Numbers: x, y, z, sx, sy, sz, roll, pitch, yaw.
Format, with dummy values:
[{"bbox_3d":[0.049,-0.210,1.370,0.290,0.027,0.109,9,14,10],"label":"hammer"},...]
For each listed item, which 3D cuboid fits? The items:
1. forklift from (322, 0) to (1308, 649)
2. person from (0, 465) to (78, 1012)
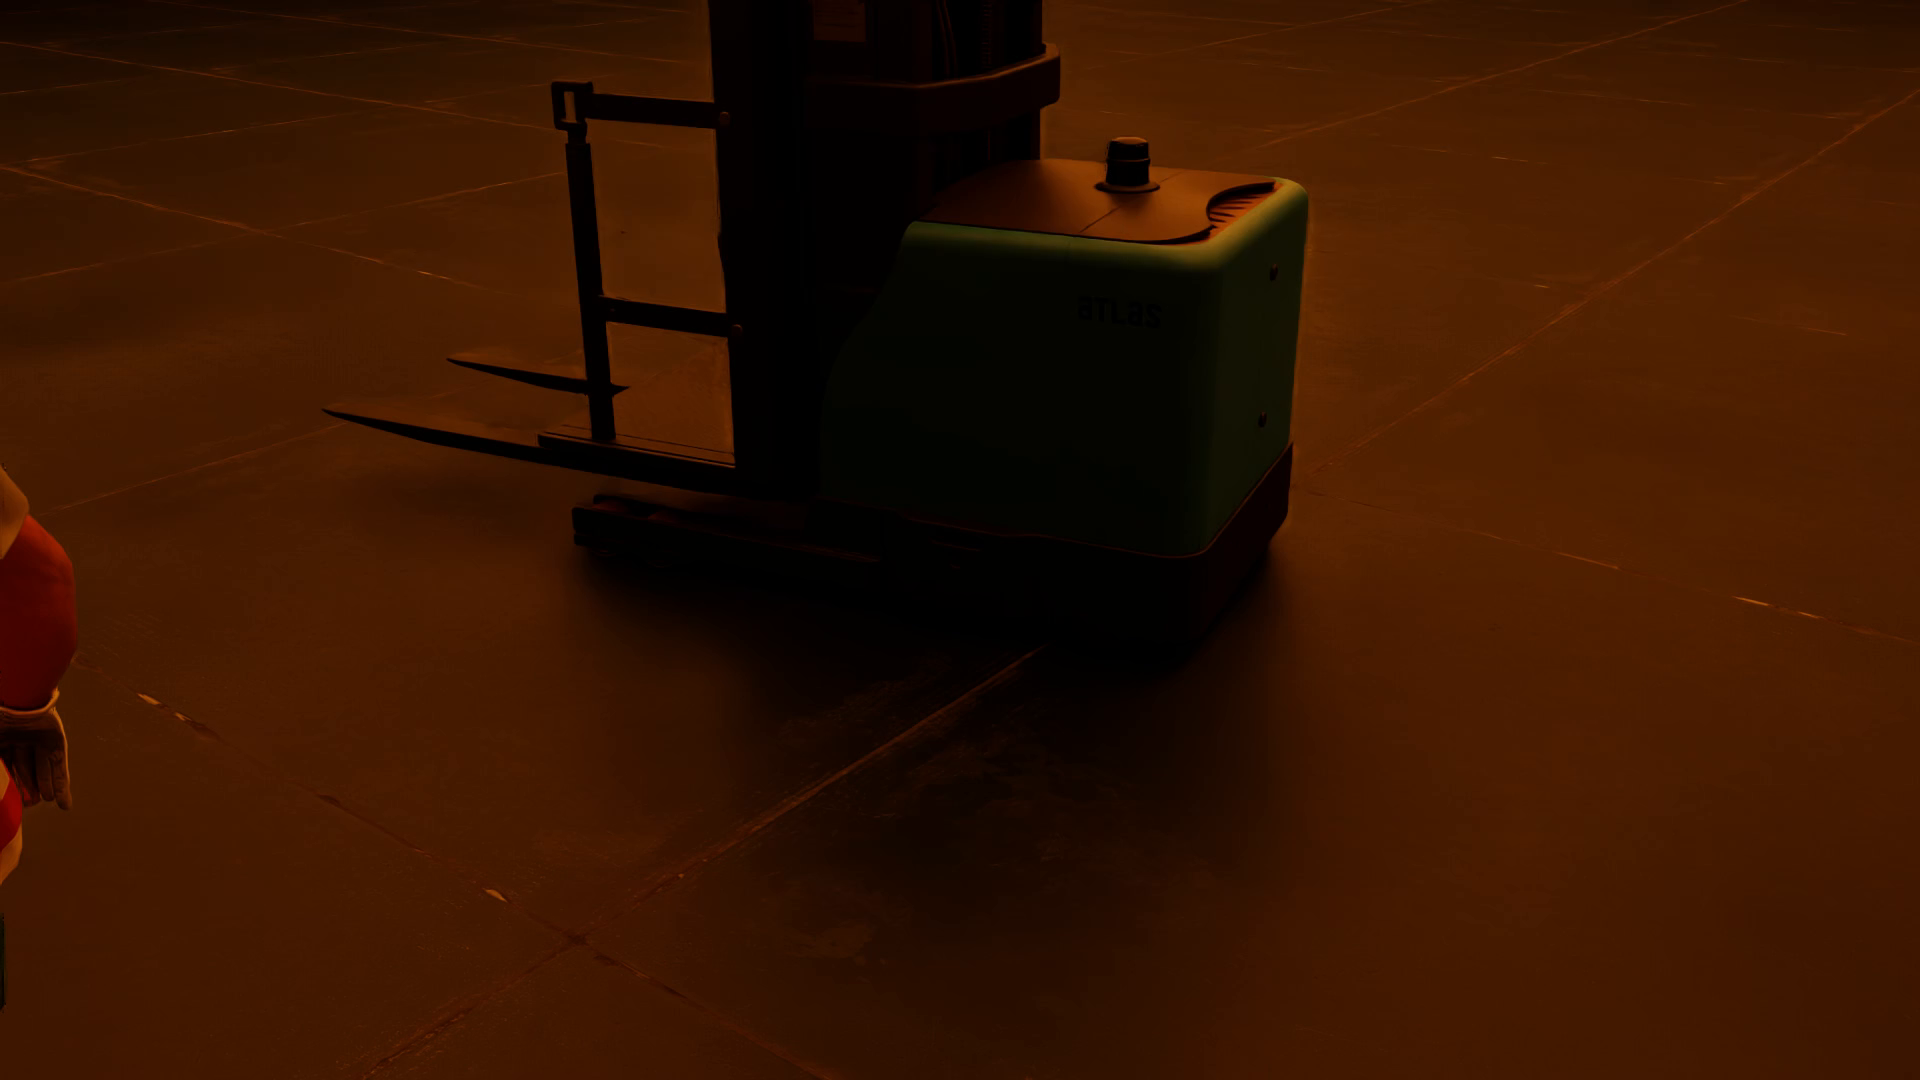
[{"bbox_3d":[-0.577,-1.441,4.653,3.031,2.935,1.130,10,25,22],"label":"forklift"},{"bbox_3d":[-1.326,0.412,1.838,0.512,1.772,0.757,5,24,12],"label":"person"}]
